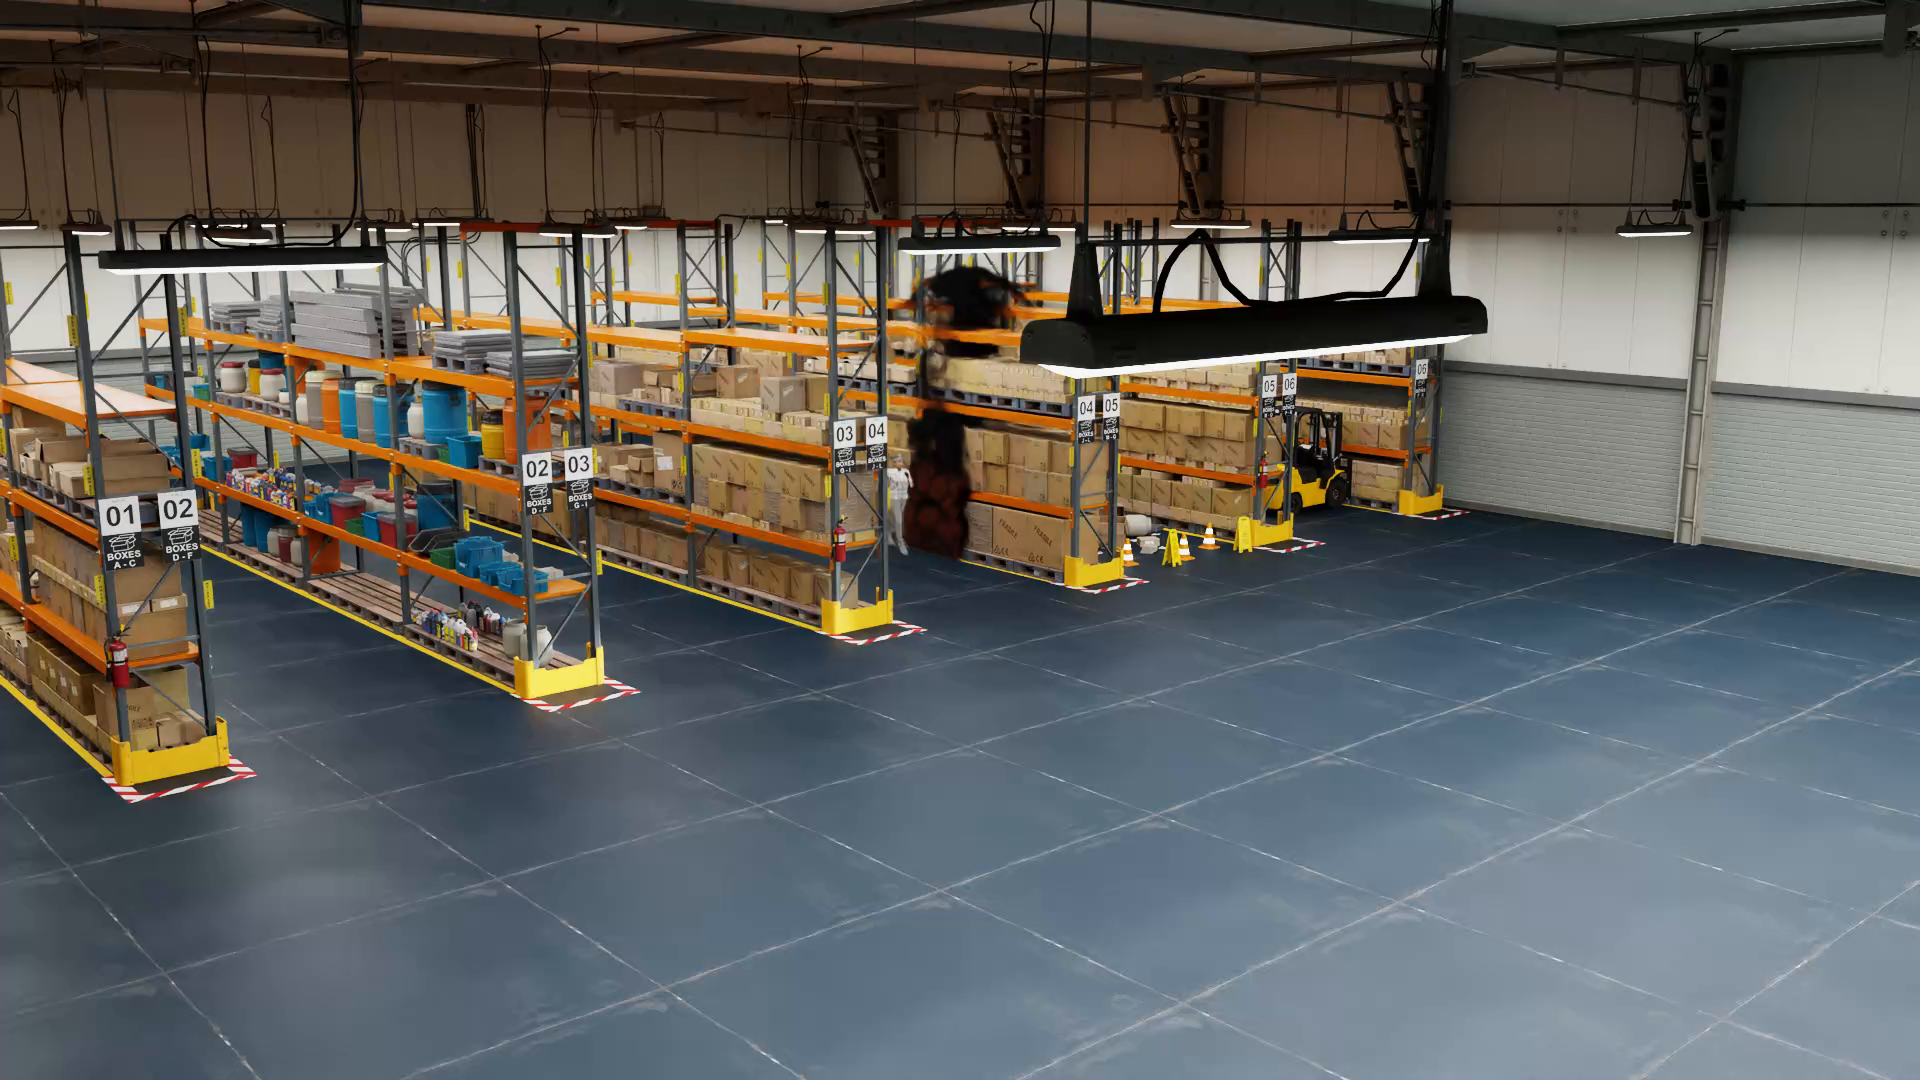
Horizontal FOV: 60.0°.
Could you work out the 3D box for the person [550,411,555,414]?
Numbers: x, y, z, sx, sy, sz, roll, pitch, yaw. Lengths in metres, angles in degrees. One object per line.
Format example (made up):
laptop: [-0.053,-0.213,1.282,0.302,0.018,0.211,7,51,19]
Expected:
person: [-9.598,-2.220,38.839,0.737,1.623,0.836,0,11,0]

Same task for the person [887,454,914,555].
person: [-1.087,-0.670,29.502,0.584,1.777,0.730,-9,15,-38]
